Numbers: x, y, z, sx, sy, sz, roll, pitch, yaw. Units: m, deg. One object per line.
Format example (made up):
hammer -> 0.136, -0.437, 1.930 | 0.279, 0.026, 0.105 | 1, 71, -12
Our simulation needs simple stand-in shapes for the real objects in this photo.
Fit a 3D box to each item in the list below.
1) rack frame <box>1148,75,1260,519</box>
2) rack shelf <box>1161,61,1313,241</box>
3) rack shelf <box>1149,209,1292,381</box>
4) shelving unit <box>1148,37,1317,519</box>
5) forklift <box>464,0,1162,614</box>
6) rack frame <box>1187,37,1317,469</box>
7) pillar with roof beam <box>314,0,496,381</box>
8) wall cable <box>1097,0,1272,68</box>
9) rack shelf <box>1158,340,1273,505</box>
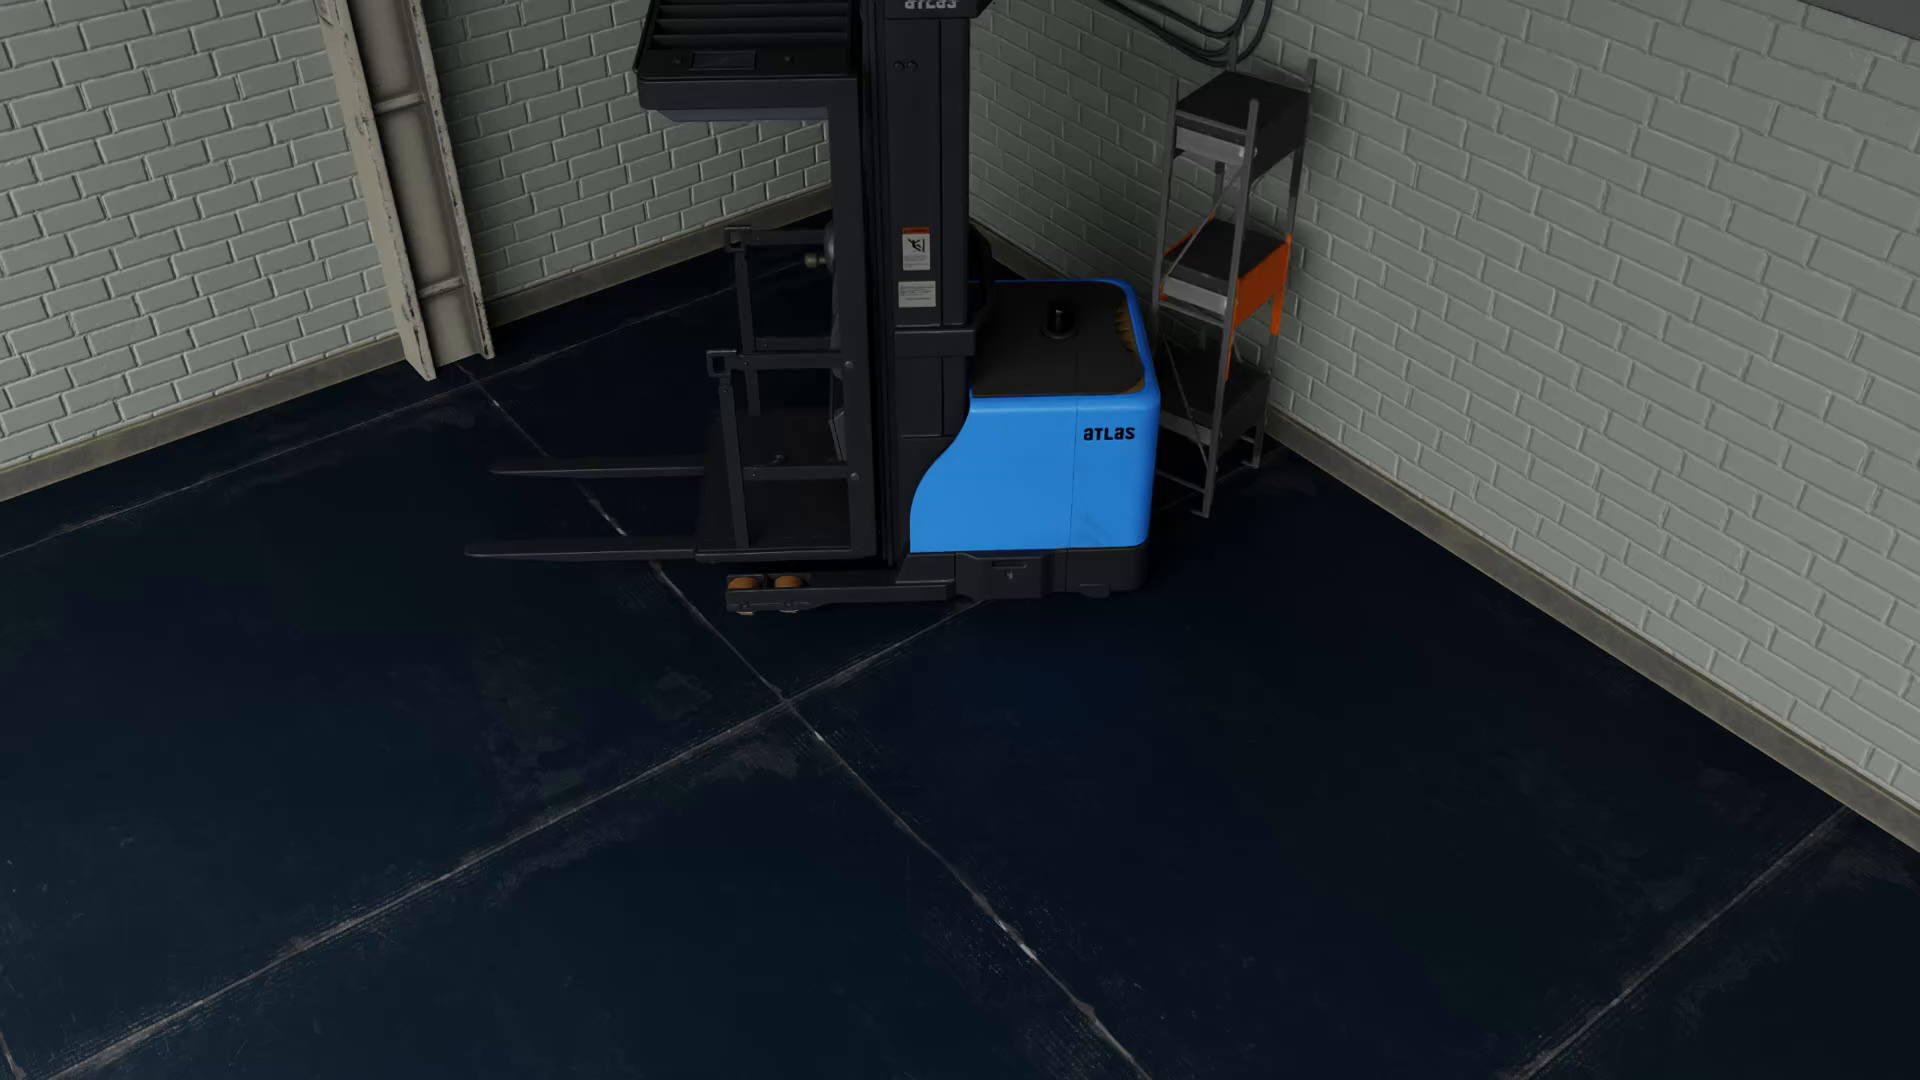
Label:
rack frame -> 1.016, -0.991, 7.302 | 0.400, 2.100, 0.015 | 25, 46, 27
rack shelf -> 1.161, -1.646, 7.018 | 0.431, 0.518, 0.480 | 25, 46, 27
rack shelf -> 1.161, -1.104, 7.462 | 0.431, 0.518, 0.480 | 25, 46, 27
shelving unit -> 1.161, -1.115, 7.454 | 0.431, 2.100, 0.503 | 25, 46, 27
forklift -> -0.689, -1.150, 6.841 | 3.031, 2.935, 1.130 | -1, 39, -2
rack frame -> 1.307, -1.239, 7.605 | 0.400, 2.100, 0.015 | 25, 46, 27
pillar with roof beam -> -0.124, -2.306, 3.466 | 0.400, 9.000, 9.100 | -26, 46, -28
wall cable -> 0.394, -3.744, 7.667 | 0.112, 2.526, 3.097 | -26, 46, -28
rack shelf -> 1.161, -0.563, 7.906 | 0.431, 0.518, 0.480 | 25, 46, 27
